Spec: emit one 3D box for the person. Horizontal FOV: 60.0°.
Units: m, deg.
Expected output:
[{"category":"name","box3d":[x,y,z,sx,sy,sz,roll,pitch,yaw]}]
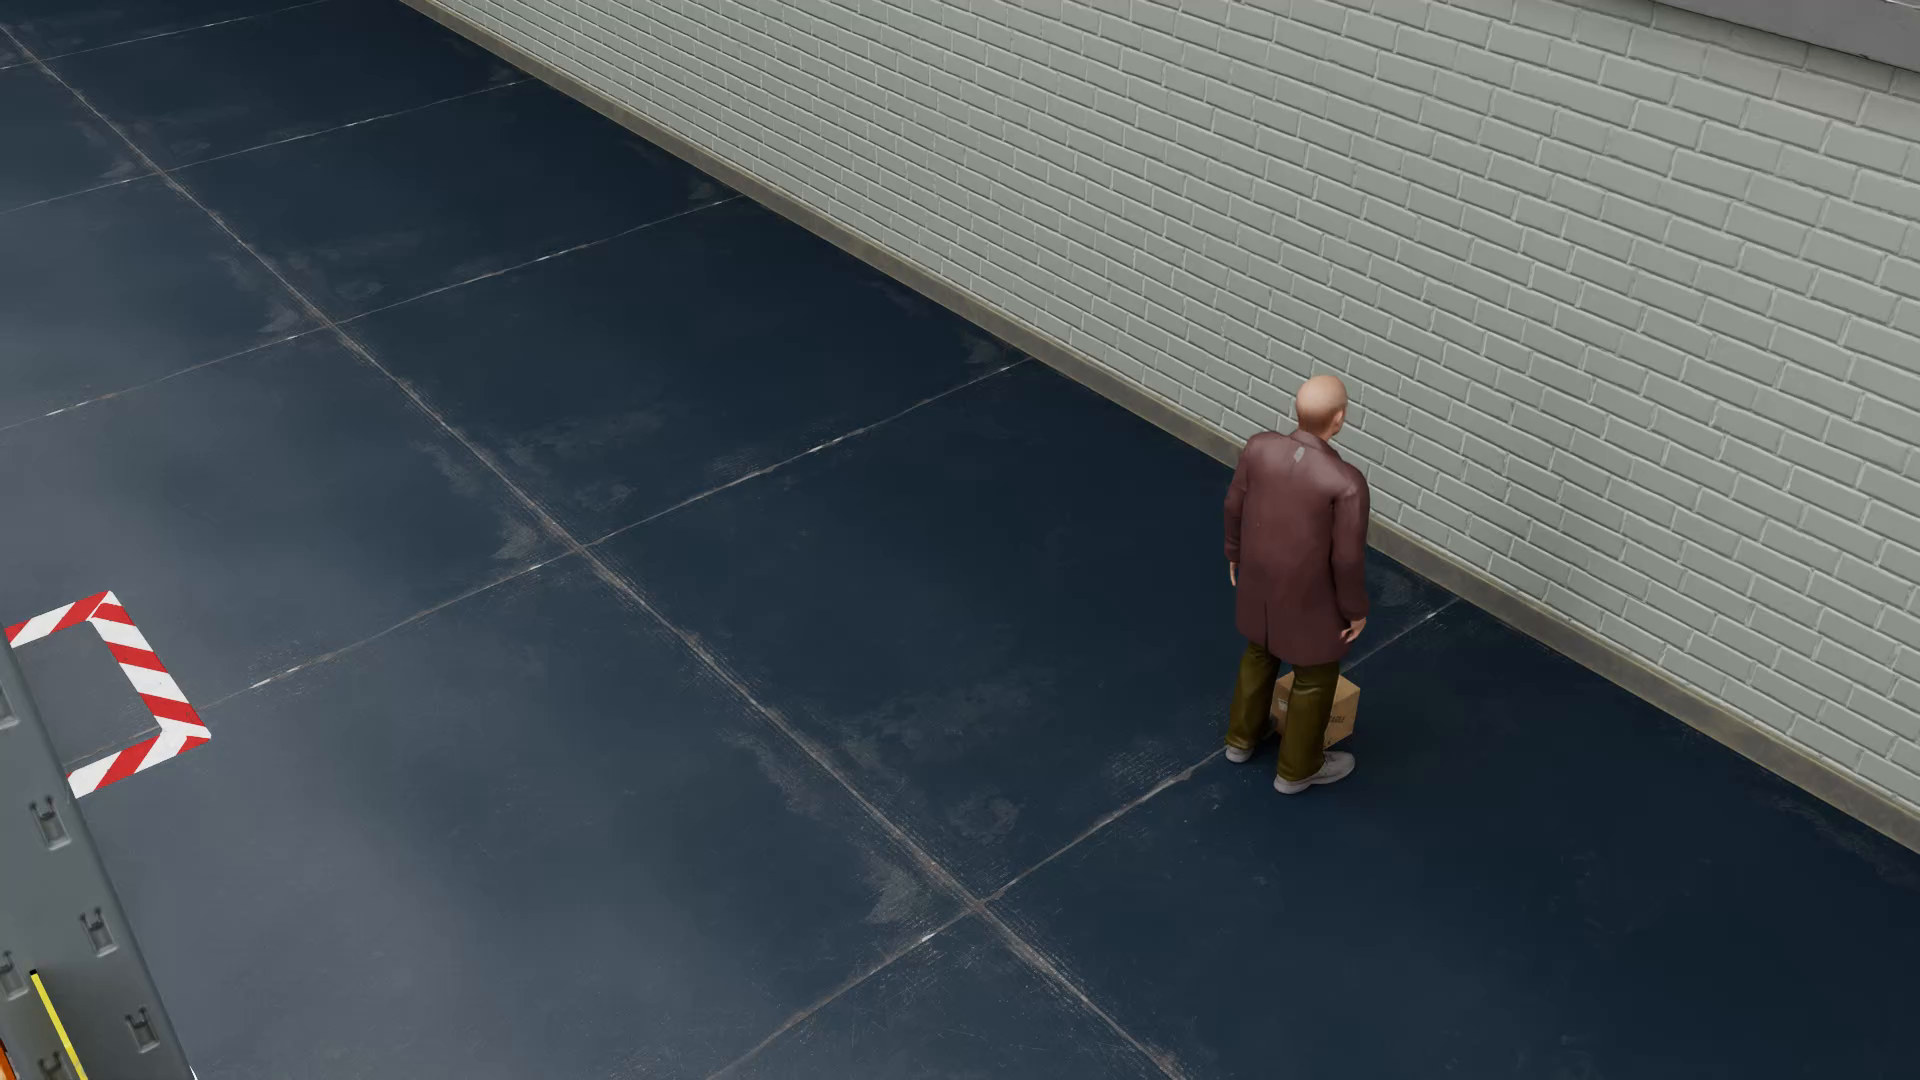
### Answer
[{"category":"person","box3d":[1.288,0.171,6.420,0.427,1.773,0.652,-29,45,-34]}]
